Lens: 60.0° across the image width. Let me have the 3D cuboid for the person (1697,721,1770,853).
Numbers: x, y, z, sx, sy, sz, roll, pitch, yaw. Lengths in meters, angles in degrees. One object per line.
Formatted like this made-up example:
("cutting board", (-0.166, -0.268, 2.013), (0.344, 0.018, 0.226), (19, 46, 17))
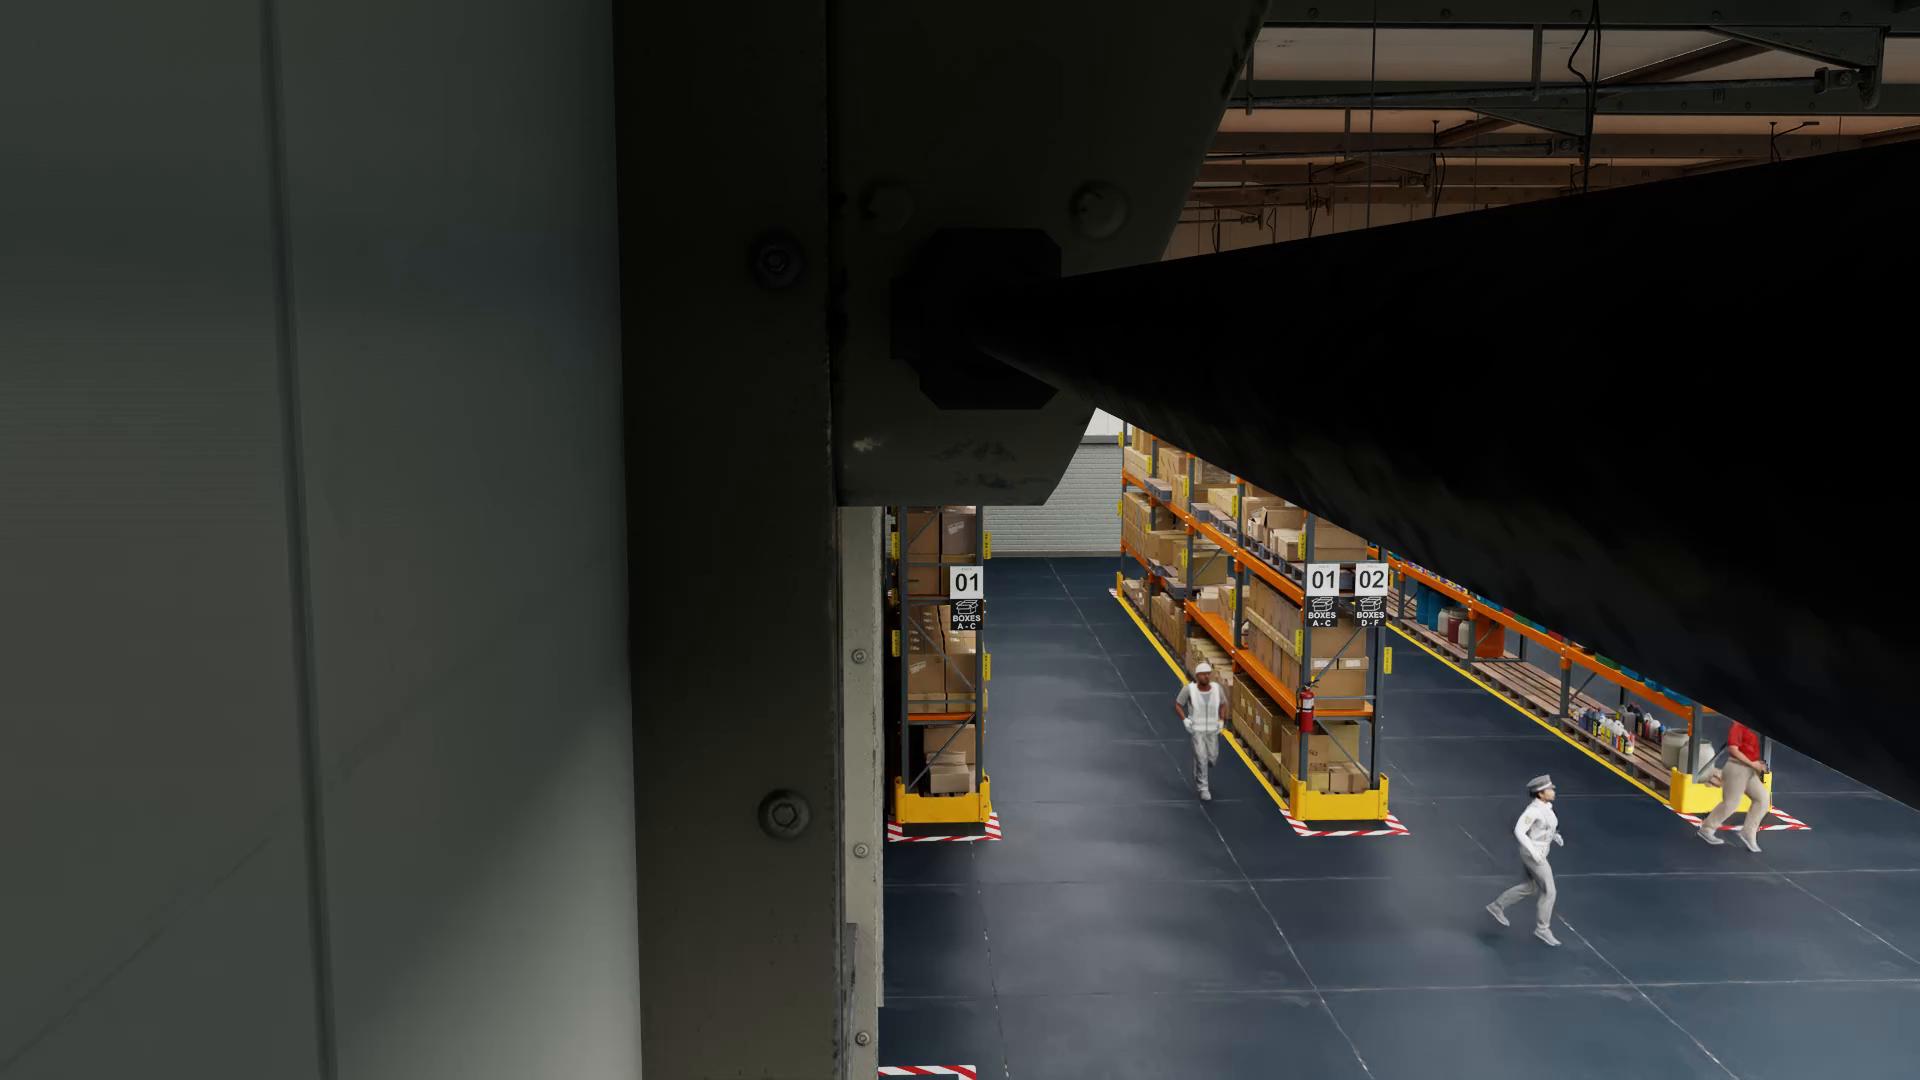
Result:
("person", (9.171, 2.773, 19.576), (0.683, 1.760, 0.735), (6, 10, 38))

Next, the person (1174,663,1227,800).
("person", (3.112, 2.428, 21.511), (0.685, 1.742, 0.708), (-1, 8, -10))

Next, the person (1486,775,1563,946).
("person", (5.692, 3.175, 16.689), (0.750, 1.747, 0.631), (4, 9, 25))
